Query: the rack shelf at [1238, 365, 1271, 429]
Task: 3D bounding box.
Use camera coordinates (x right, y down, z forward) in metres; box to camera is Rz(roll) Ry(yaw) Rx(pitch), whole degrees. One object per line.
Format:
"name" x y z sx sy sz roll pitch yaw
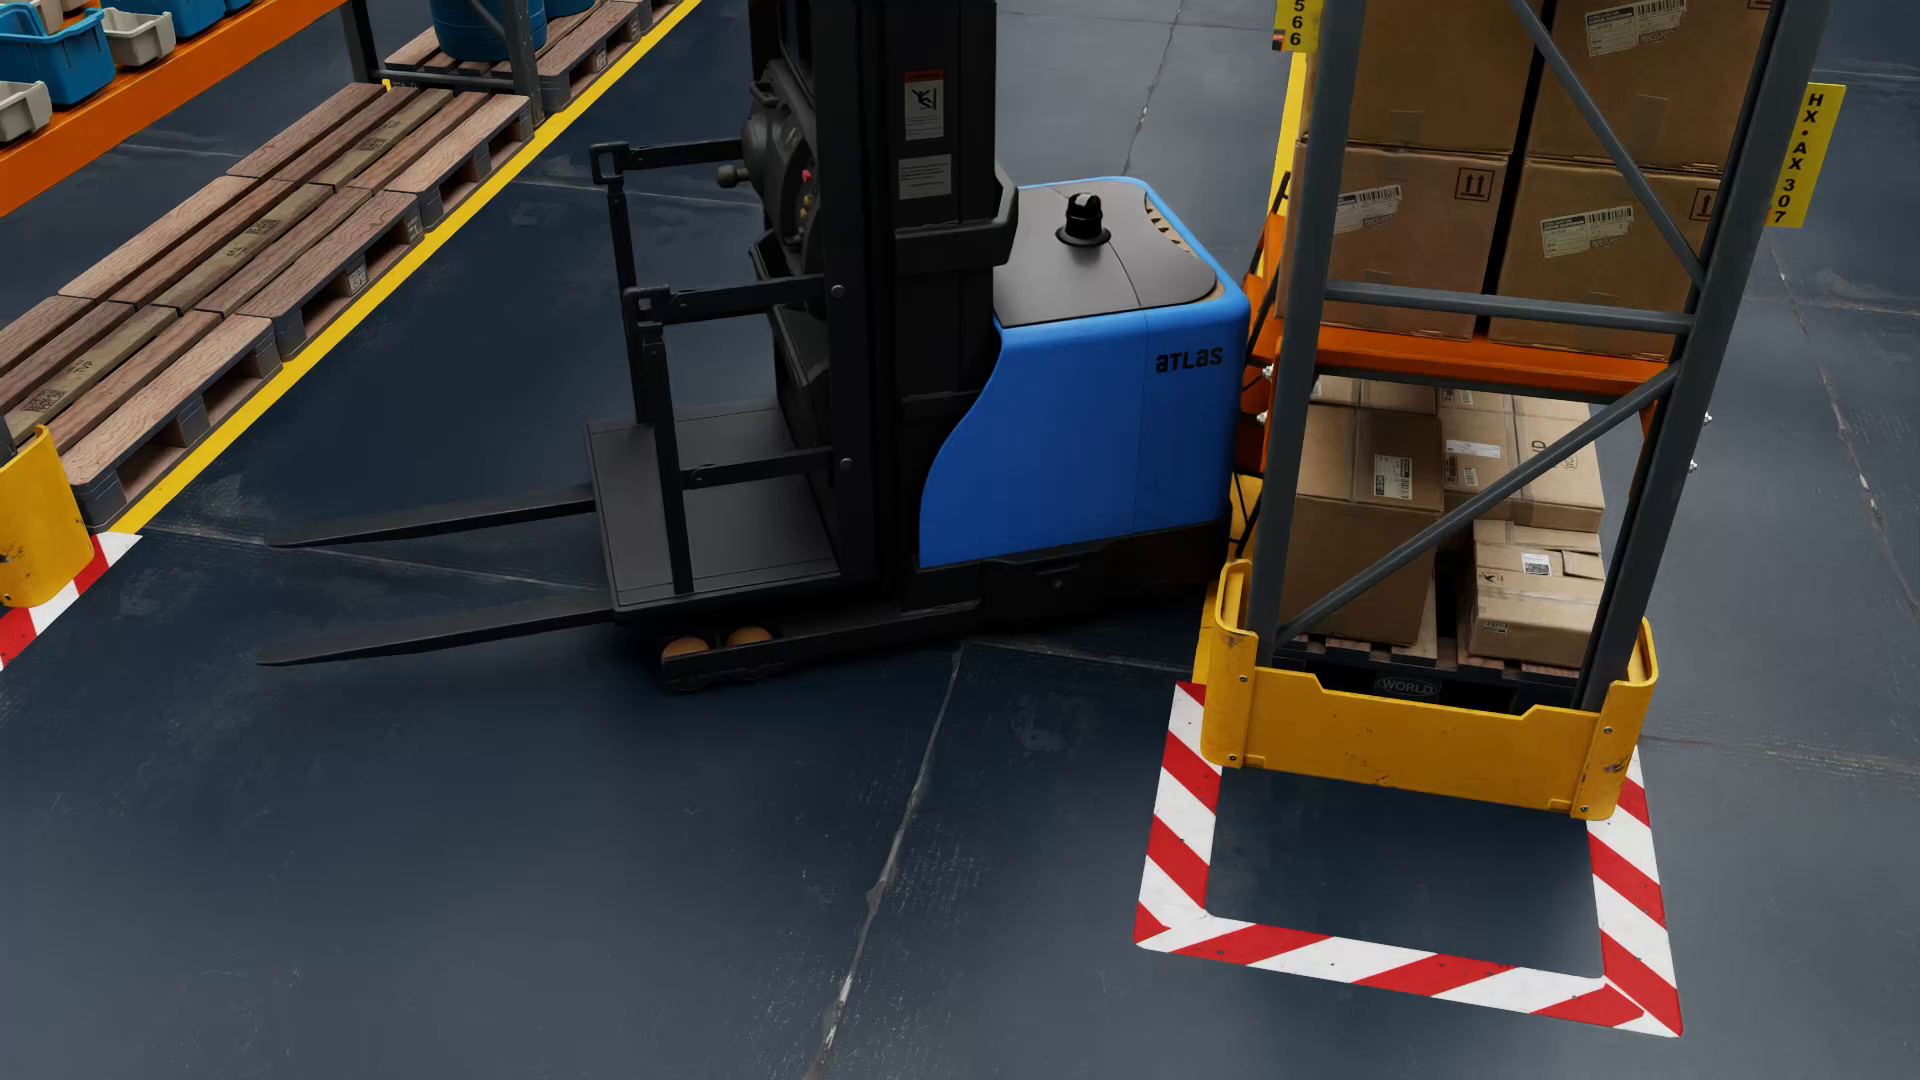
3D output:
"rack shelf" 0.979 -0.498 5.529 0.258 0.148 0.480 14 42 -1

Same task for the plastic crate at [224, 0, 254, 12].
"plastic crate" -2.832 -2.154 6.257 0.416 0.233 0.300 7 37 10

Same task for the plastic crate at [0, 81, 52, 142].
"plastic crate" -3.028 -1.361 5.246 0.250 0.136 0.298 7 37 10

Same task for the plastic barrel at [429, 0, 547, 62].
"plastic barrel" -2.565 -3.093 8.892 0.600 0.901 0.708 7 37 10

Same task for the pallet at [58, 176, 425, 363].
"pallet" -3.075 -1.206 7.234 1.003 0.211 1.213 7 37 10

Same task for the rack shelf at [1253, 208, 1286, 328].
"rack shelf" 1.067 -0.828 5.220 0.258 0.148 0.480 14 42 -1

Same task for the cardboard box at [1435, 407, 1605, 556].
"cardboard box" 1.786 -0.175 5.403 0.500 0.250 0.500 7 37 10

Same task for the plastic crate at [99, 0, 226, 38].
"plastic crate" -2.896 -1.982 6.020 0.416 0.233 0.300 7 37 10

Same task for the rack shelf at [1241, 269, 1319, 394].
"rack shelf" 1.022 -0.658 5.379 0.258 0.148 0.480 14 42 -1

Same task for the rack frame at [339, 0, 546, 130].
"rack frame" -2.698 -3.463 7.972 1.000 3.000 0.127 7 37 10

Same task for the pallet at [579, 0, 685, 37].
"pallet" -2.234 -3.473 10.362 1.003 0.211 1.213 7 37 10

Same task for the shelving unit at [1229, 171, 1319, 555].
"shelving unit" 0.992 -0.546 5.484 0.258 1.200 0.503 14 42 -1

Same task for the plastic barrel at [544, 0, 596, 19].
"plastic barrel" -2.414 -3.499 9.452 0.600 0.901 0.708 7 37 10

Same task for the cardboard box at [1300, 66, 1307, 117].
"cardboard box" 1.223 -1.176 4.732 0.500 0.500 0.500 8 37 10

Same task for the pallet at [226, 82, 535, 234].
"pallet" -2.817 -1.908 8.202 1.003 0.211 1.213 7 37 10

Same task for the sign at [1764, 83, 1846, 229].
"sign" 1.816 -0.829 3.601 0.100 0.325 0.005 7 37 10

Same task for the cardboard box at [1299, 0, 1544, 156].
"cardboard box" 1.113 -1.282 4.025 0.500 0.500 0.500 7 37 10

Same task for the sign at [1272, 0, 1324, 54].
"sign" 0.748 -1.225 3.628 0.100 0.325 0.005 7 37 10

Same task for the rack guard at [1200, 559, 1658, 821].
"rack guard" 1.302 0.422 4.742 1.175 0.500 0.348 7 37 10

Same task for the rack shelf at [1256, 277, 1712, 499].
"rack shelf" 1.713 -1.402 5.742 1.077 0.370 4.000 7 37 10

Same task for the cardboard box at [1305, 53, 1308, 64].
"cardboard box" 1.220 -1.572 4.425 0.500 0.500 0.500 8 37 11

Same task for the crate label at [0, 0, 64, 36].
"crate label" -3.443 -1.905 5.996 0.396 0.136 0.243 7 37 10

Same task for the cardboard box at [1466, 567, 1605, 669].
"cardboard box" 1.711 0.232 4.928 0.380 0.149 0.250 7 37 10

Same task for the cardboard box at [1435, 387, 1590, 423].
"cardboard box" 1.893 -0.461 5.798 0.500 0.250 0.500 7 37 10

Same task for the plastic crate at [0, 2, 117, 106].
"plastic crate" -3.037 -1.604 5.499 0.416 0.233 0.300 7 37 10

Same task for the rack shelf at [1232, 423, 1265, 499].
"rack shelf" 0.941 -0.356 5.662 0.258 0.148 0.480 14 42 -1

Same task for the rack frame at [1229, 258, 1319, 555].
"rack frame" 0.953 -0.387 5.303 0.240 1.200 0.015 14 42 -1

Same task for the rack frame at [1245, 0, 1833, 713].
"rack frame" 1.286 -0.547 3.949 1.000 3.000 0.127 7 37 10

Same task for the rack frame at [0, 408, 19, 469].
"rack frame" -3.552 -1.170 4.808 1.000 3.000 0.127 7 37 10

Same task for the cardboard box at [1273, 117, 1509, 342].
"cardboard box" 1.116 -0.878 4.321 0.500 0.500 0.500 8 37 11

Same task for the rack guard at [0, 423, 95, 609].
"rack guard" -3.545 -0.142 5.520 1.175 0.500 0.348 7 37 10

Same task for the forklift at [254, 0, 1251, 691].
"forklift" -0.694 -1.067 4.724 3.031 2.935 1.130 -9 37 -12

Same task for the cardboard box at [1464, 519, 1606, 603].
"cardboard box" 1.765 0.082 5.120 0.380 0.166 0.250 7 37 10

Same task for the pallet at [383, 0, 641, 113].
"pallet" -2.492 -2.771 9.394 1.003 0.211 1.213 7 37 10

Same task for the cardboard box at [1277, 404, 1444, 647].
"cardboard box" 1.162 -0.056 5.026 0.500 0.500 0.500 7 37 10

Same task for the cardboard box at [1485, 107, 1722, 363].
"cardboard box" 1.639 -0.809 4.225 0.500 0.500 0.500 8 37 11

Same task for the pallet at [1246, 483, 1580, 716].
"pallet" 1.472 0.082 5.458 1.003 0.211 1.213 7 37 10

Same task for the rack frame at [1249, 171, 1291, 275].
"rack frame" 1.030 -0.706 5.665 0.240 1.200 0.015 14 42 -1

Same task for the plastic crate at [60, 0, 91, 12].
"plastic crate" -3.398 -2.077 6.233 0.298 0.136 0.250 7 37 10

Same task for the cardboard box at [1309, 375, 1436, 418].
"cardboard box" 1.394 -0.495 5.845 0.500 0.250 0.500 7 37 10

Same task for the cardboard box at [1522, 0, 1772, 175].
"cardboard box" 1.639 -1.214 3.931 0.500 0.500 0.500 8 37 11

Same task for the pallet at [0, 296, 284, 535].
"pallet" -3.338 -0.509 6.272 1.003 0.211 1.213 7 37 10

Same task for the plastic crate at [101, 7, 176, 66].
"plastic crate" -2.883 -1.750 5.782 0.250 0.136 0.298 7 37 10
